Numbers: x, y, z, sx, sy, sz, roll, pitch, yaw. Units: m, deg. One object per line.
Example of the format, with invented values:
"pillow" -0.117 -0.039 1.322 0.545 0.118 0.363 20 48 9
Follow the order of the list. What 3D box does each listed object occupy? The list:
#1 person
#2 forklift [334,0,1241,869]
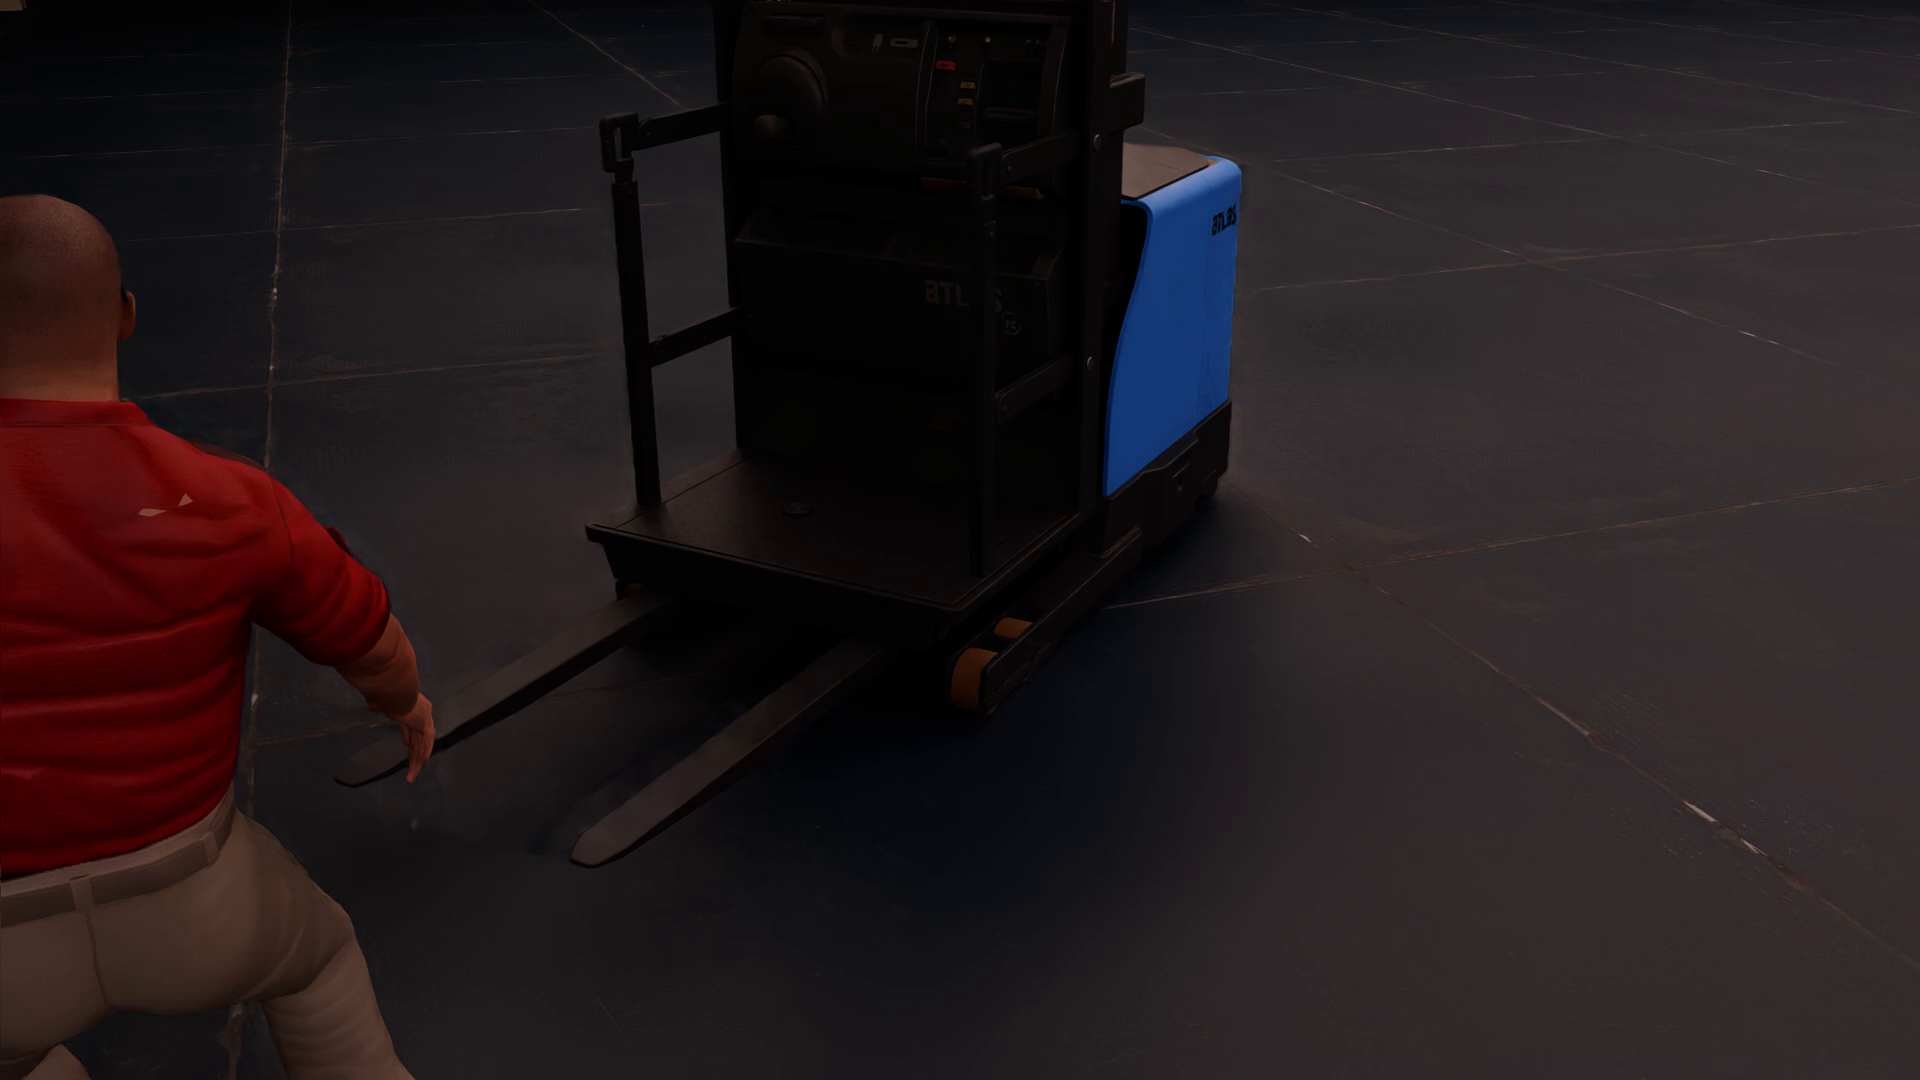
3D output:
"person" -1.040 0.348 2.134 0.792 1.628 0.601 -14 26 -29
"forklift" -0.261 -1.120 3.962 1.130 2.935 3.031 12 25 26
